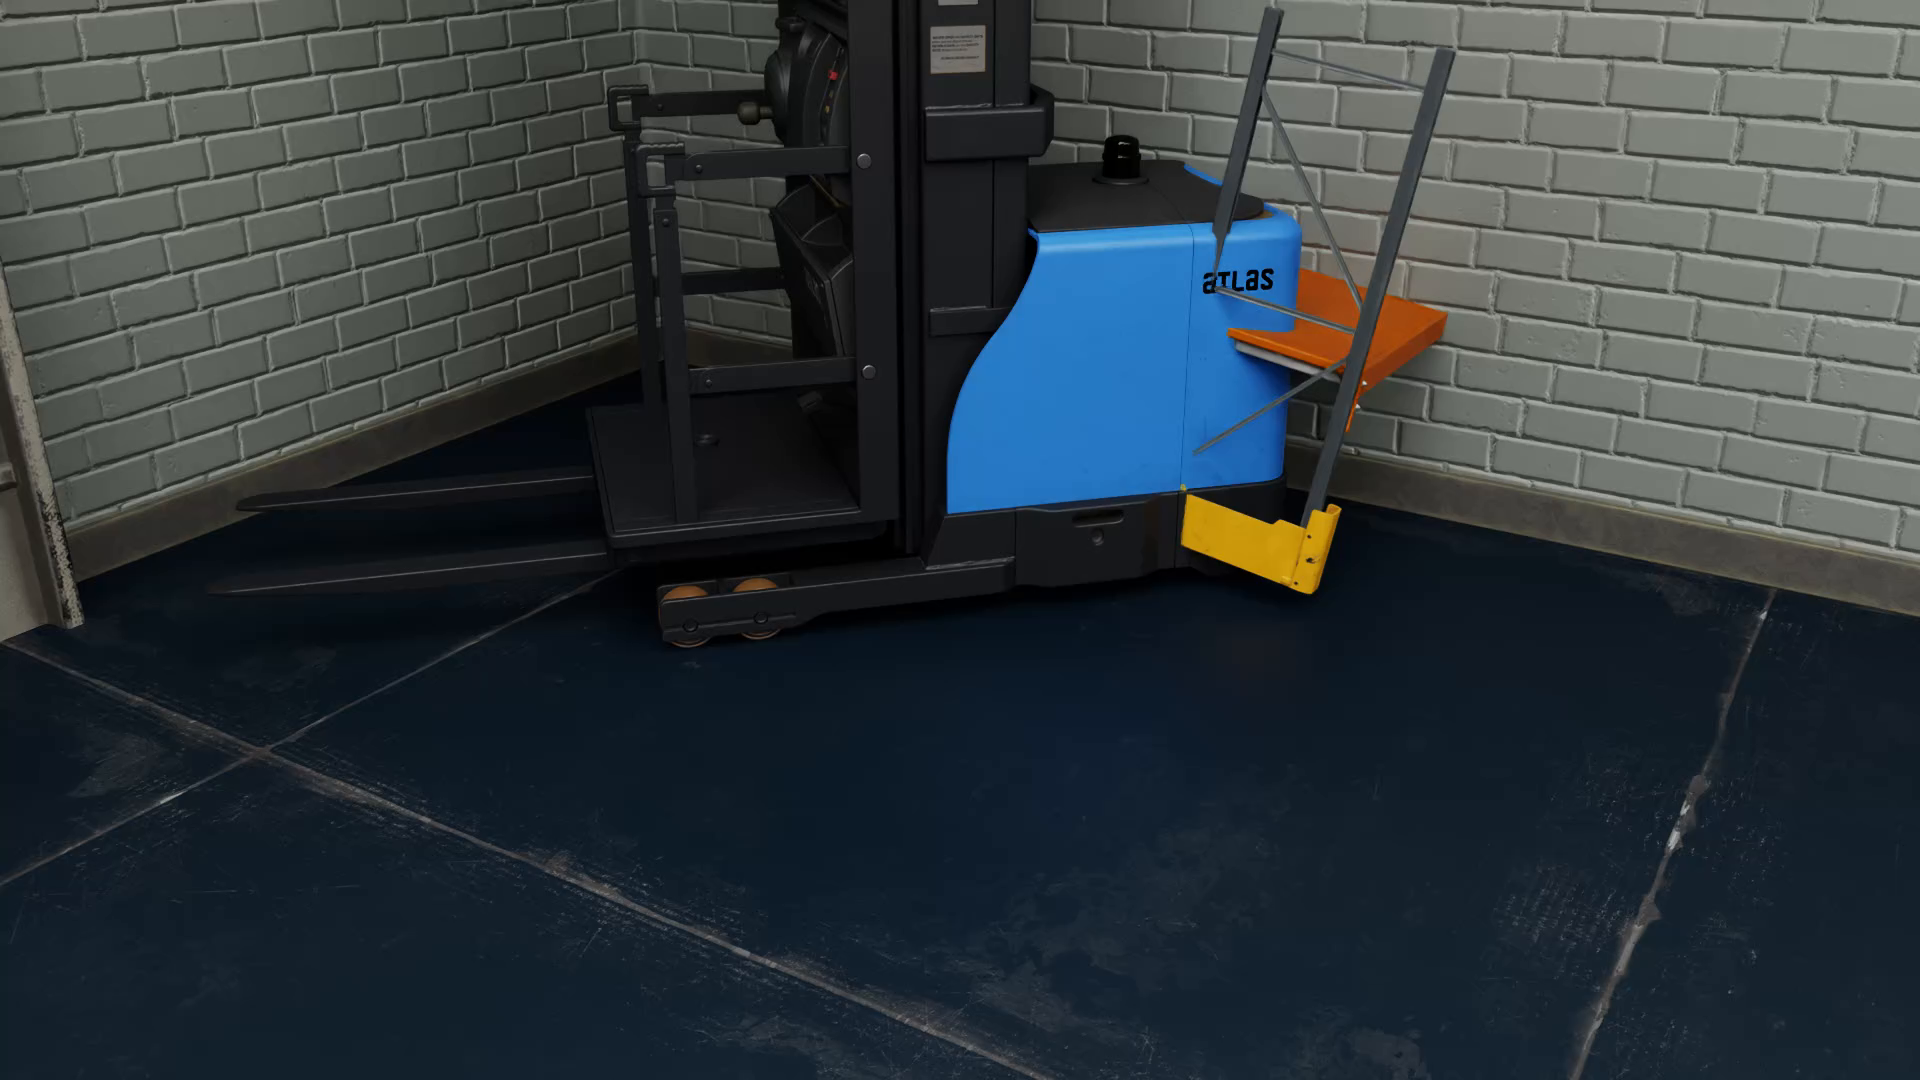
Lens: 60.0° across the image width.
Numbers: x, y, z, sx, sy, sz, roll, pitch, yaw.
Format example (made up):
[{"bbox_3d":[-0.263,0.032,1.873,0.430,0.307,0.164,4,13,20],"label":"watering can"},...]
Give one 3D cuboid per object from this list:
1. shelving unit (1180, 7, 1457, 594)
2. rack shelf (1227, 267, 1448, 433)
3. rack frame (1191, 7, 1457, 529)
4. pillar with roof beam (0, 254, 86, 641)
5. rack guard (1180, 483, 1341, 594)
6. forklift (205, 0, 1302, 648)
[{"bbox_3d":[1.134,-0.770,4.928,0.587,1.500,1.083,22,27,23],"label":"shelving unit"},{"bbox_3d":[1.099,-0.607,4.996,0.538,0.185,1.000,22,27,23],"label":"rack shelf"},{"bbox_3d":[0.877,-0.620,4.504,0.500,1.500,0.032,22,27,23],"label":"rack frame"},{"bbox_3d":[0.947,-2.961,0.762,9.100,9.000,0.400,14,27,29],"label":"pillar with roof beam"},{"bbox_3d":[0.780,-0.068,4.782,0.587,0.250,0.087,22,27,23],"label":"rack guard"},{"bbox_3d":[-0.603,-1.282,4.521,3.031,2.935,1.130,-6,24,-14],"label":"forklift"}]
